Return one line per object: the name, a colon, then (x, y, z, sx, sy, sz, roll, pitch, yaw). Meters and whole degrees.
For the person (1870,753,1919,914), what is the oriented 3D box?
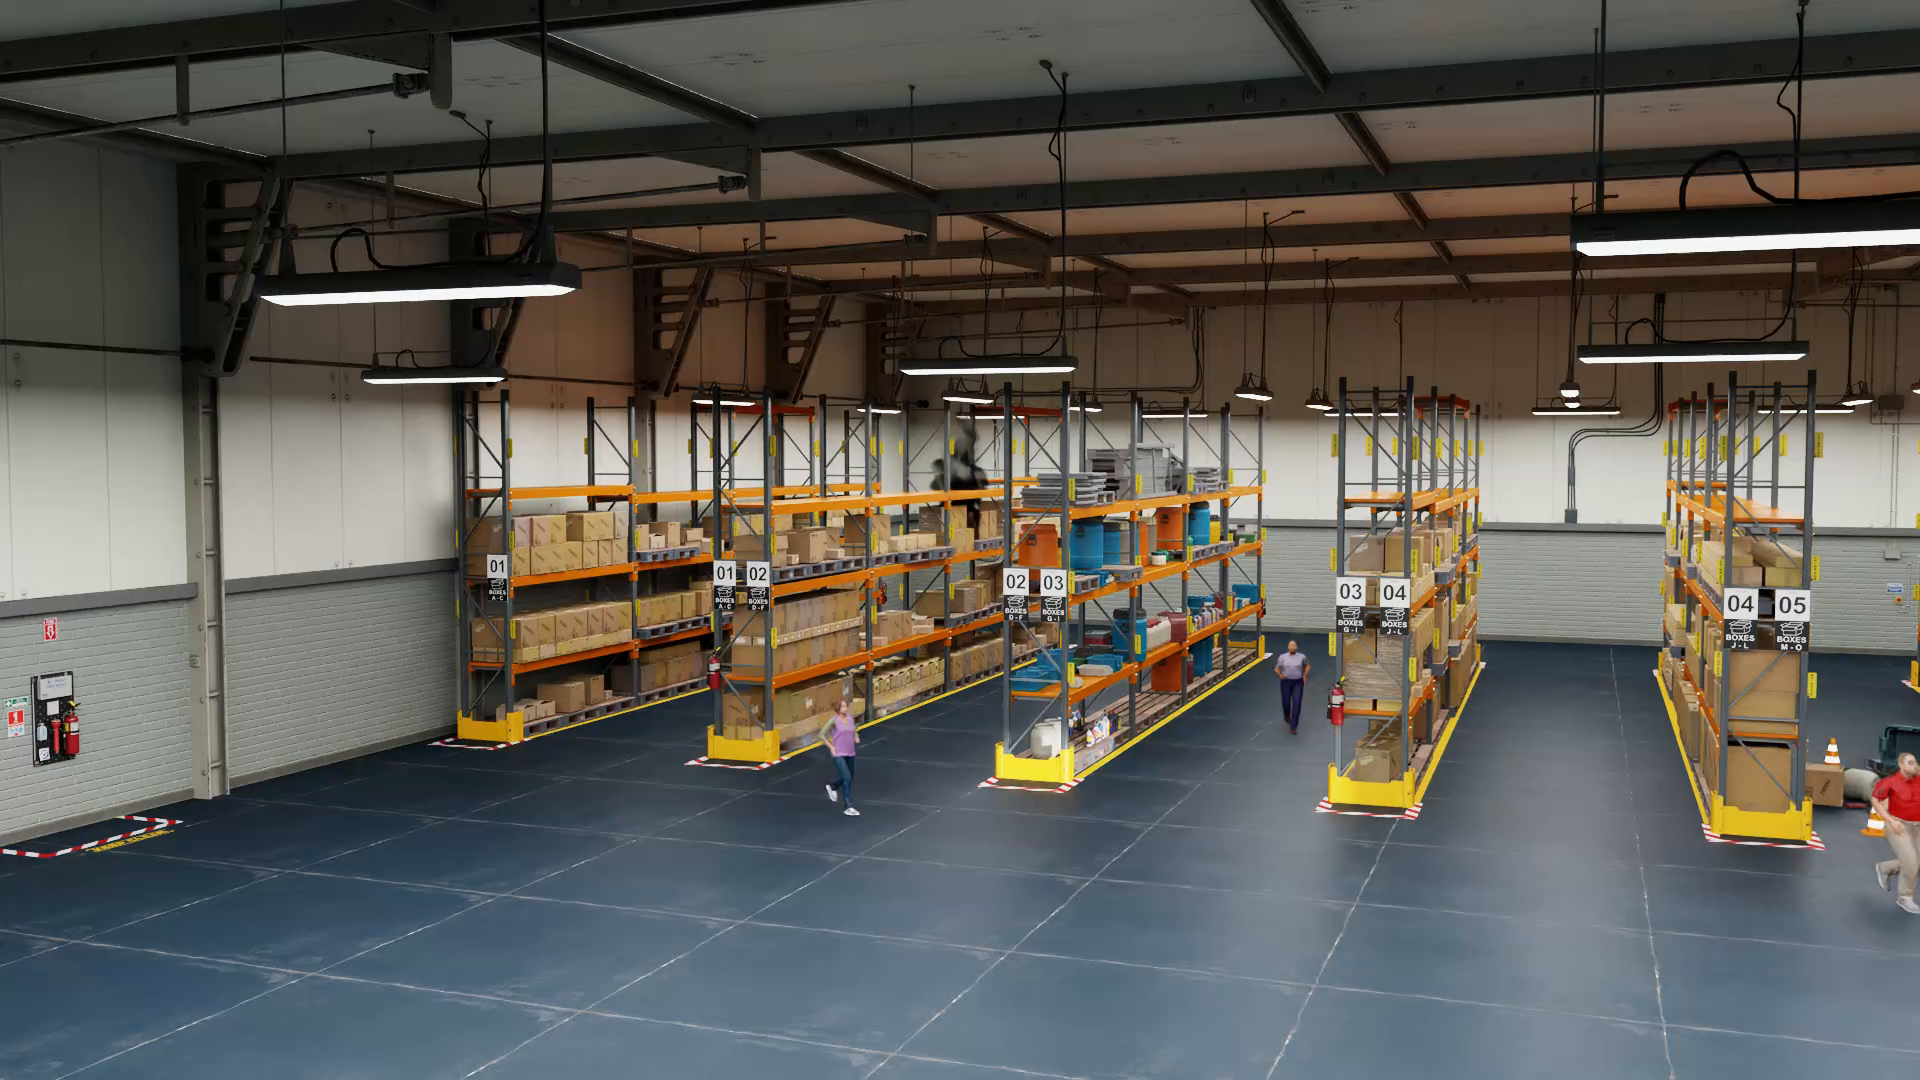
person: (10.293, 3.163, 18.218, 0.684, 1.701, 0.734, -1, 3, -17)

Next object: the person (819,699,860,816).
person: (-1.631, 2.956, 22.807, 0.548, 1.568, 0.796, -3, 4, -41)

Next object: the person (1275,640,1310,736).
person: (5.868, 2.576, 29.363, 0.607, 1.640, 0.849, 1, 3, 10)
